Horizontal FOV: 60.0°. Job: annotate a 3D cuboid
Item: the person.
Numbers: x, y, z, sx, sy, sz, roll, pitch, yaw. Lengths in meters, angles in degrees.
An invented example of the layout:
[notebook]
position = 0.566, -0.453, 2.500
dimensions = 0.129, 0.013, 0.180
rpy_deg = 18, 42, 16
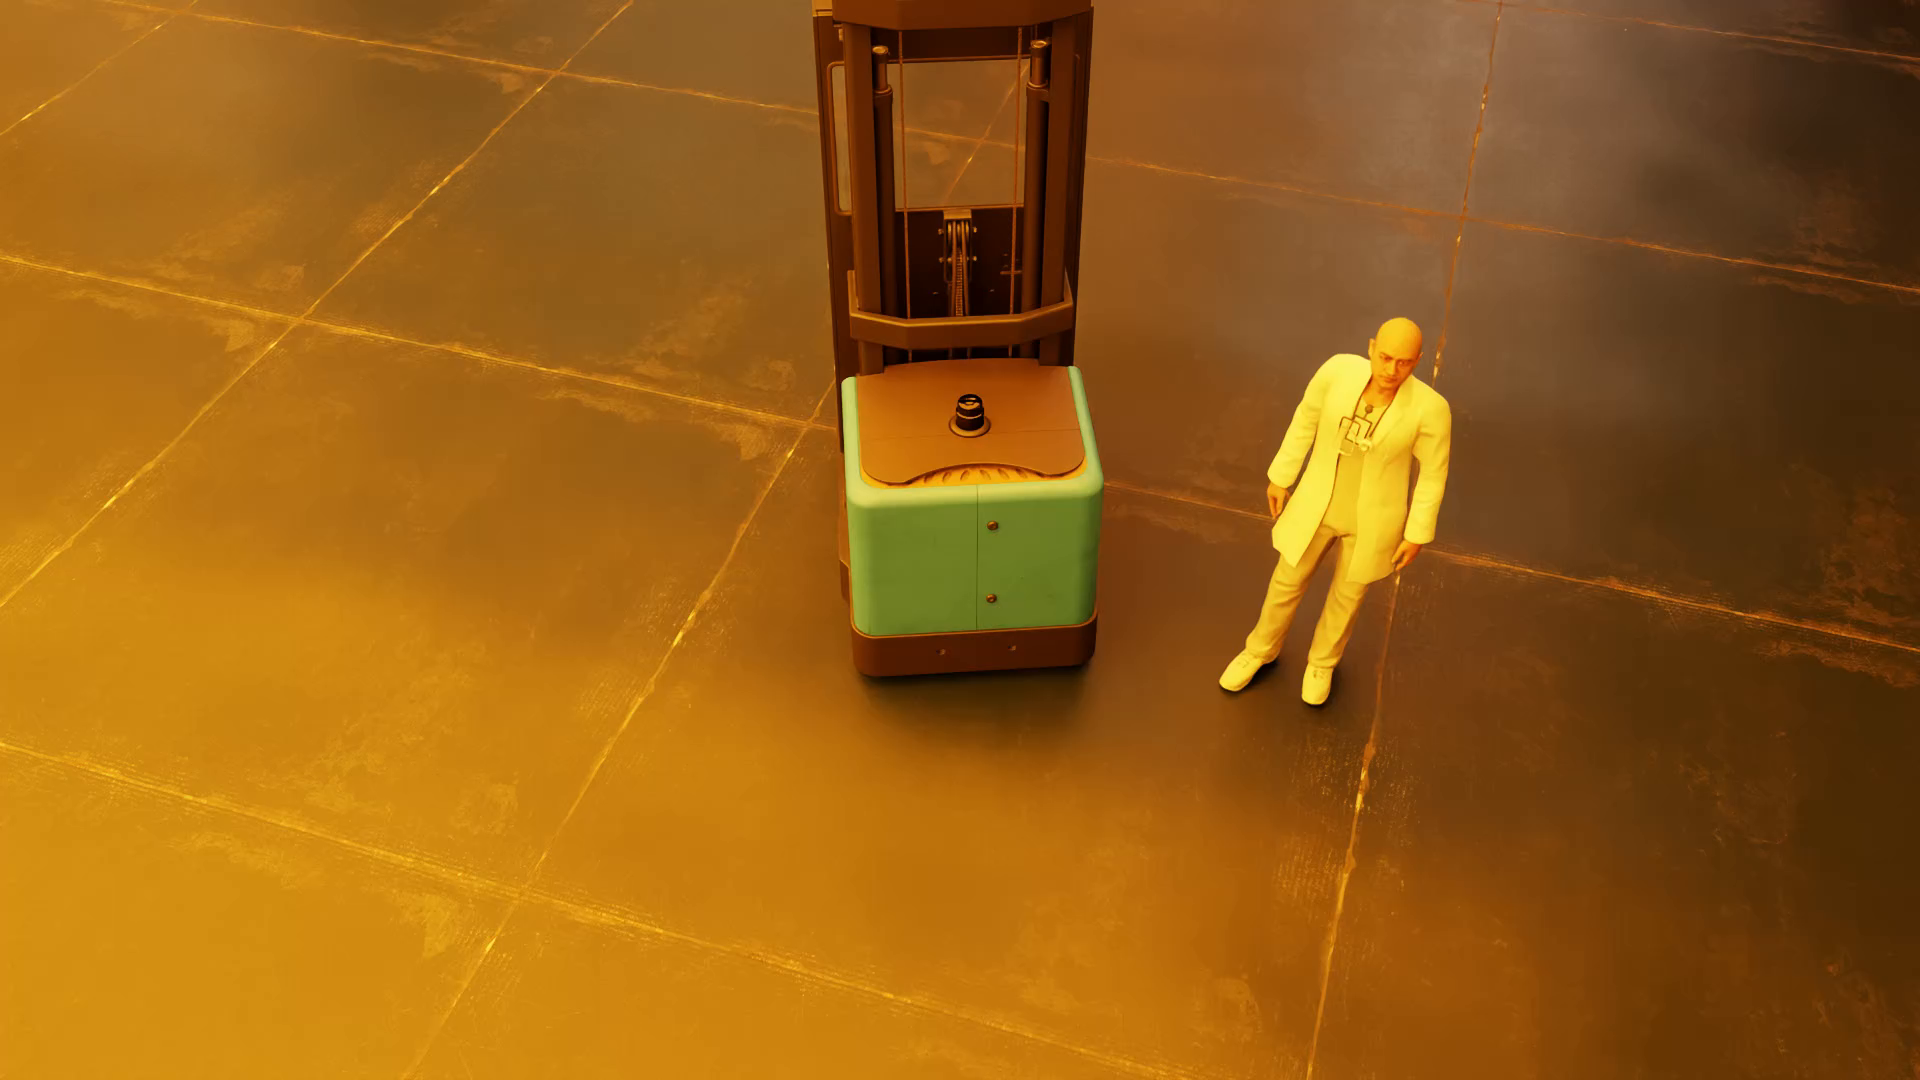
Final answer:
[person]
position = 1.512, -0.064, 6.597
dimensions = 0.702, 1.780, 0.564
rpy_deg = 21, 47, 21

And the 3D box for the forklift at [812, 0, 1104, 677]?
[forklift]
position = -0.048, -1.486, 7.287
dimensions = 1.130, 2.935, 3.031
rpy_deg = -3, 43, -3
